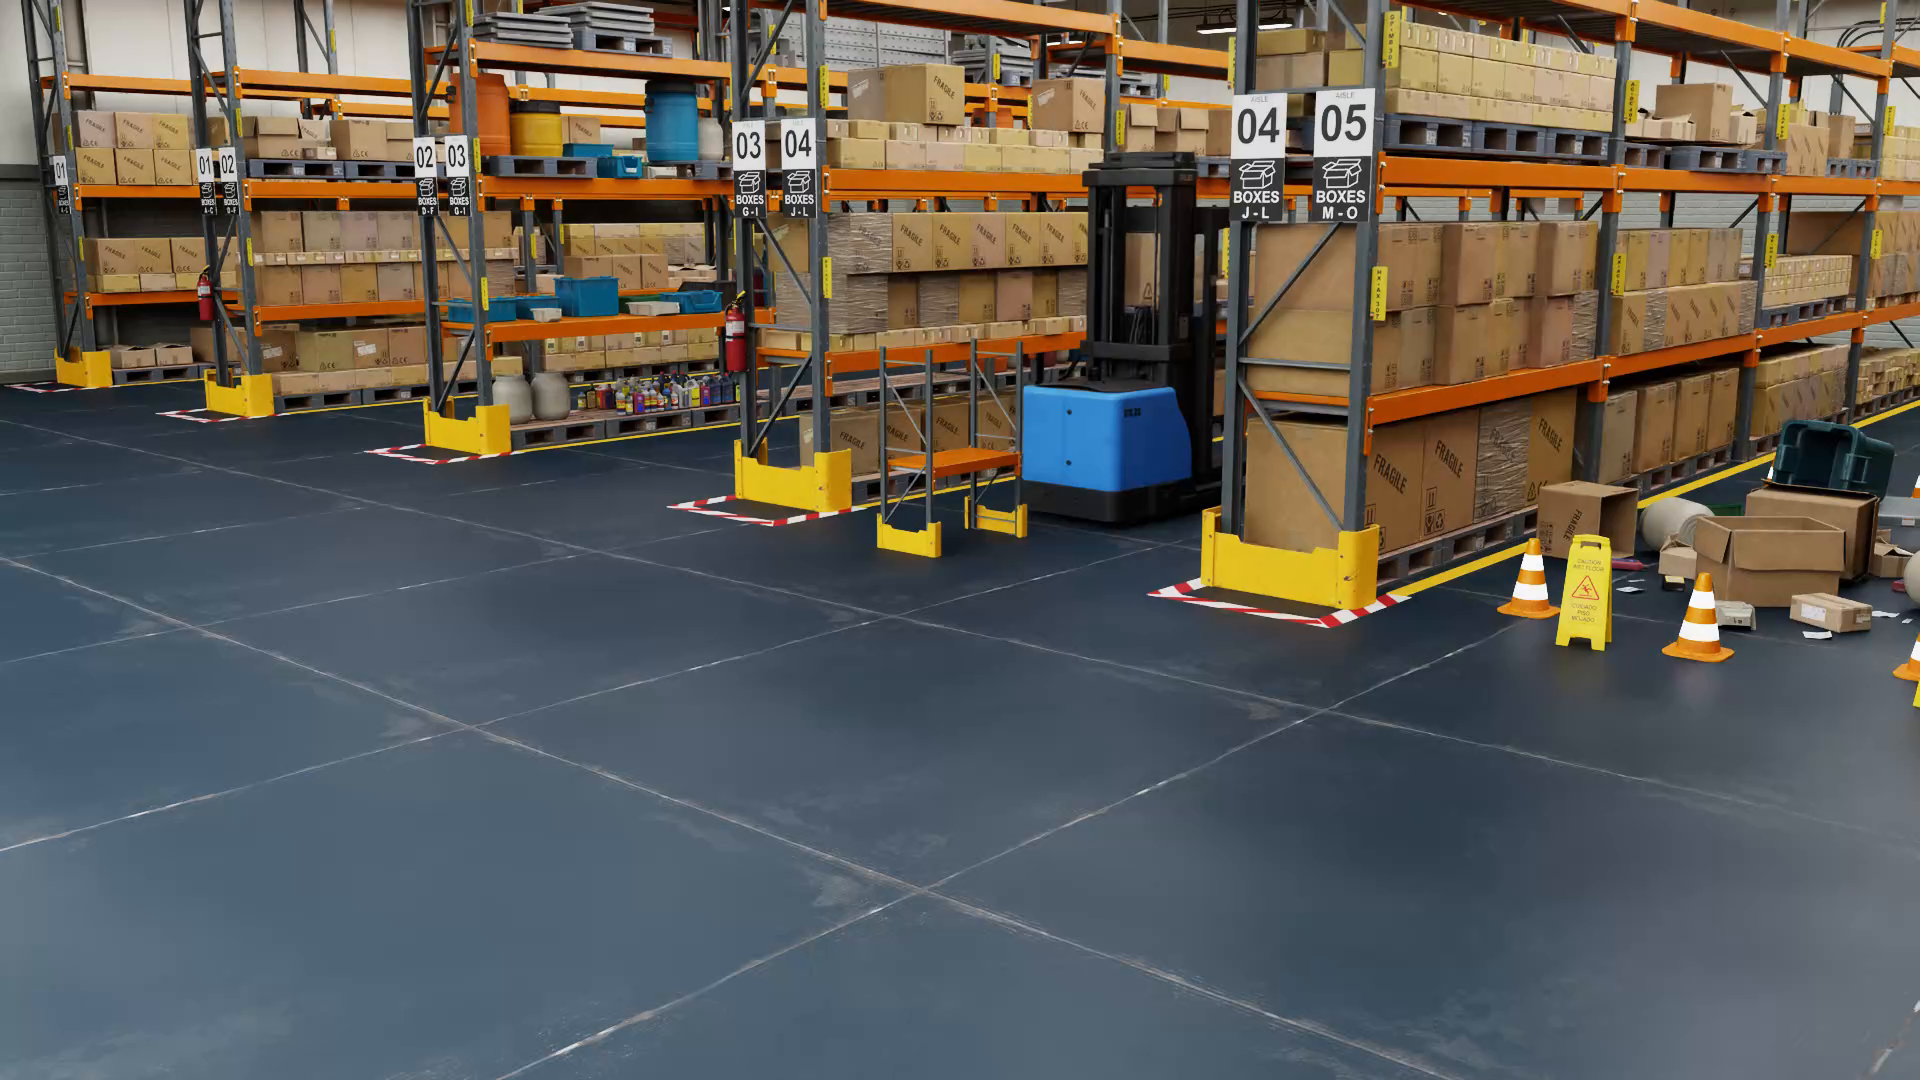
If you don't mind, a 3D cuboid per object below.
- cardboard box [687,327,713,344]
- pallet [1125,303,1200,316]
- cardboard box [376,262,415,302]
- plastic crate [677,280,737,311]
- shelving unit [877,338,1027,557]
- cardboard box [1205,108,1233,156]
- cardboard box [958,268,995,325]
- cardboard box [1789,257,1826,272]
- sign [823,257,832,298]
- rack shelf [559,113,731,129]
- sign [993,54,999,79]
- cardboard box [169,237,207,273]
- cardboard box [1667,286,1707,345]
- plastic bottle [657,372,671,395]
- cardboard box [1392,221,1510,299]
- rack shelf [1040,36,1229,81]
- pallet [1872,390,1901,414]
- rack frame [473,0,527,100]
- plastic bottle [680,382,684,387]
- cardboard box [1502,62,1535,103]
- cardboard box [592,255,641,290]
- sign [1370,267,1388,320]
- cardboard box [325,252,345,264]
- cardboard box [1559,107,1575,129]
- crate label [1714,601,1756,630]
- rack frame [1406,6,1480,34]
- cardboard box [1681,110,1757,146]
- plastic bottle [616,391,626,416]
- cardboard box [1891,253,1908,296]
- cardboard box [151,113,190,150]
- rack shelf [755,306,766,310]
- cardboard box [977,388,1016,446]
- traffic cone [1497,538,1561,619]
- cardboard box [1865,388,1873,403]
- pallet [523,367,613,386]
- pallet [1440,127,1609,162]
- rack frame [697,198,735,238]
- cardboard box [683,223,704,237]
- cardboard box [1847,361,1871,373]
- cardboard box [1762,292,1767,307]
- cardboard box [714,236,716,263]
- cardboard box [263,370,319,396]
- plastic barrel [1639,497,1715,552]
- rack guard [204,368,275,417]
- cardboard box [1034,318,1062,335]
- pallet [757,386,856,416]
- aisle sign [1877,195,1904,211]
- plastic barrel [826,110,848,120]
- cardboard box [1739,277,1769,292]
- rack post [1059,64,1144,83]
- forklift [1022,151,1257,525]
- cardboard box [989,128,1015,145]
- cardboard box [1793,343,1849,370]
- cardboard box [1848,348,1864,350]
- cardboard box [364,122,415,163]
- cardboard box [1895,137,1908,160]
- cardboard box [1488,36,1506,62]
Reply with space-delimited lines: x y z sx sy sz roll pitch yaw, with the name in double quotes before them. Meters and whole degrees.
"cardboard box" -4.149 -3.189 25.534 0.500 0.311 0.500 9 15 39
"pallet" 1.762 -2.372 17.419 1.003 0.211 1.213 10 15 40
"cardboard box" -7.593 -3.409 21.868 0.700 0.500 0.500 10 15 42
"plastic crate" -3.013 -2.922 19.840 0.767 0.338 0.504 10 15 40
"shelving unit" -0.050 -0.724 12.508 0.587 1.500 1.083 10 15 40
"cardboard box" 2.993 -4.476 18.272 0.500 0.500 0.500 10 15 41
"cardboard box" -0.167 -2.285 15.480 0.875 0.500 0.500 10 15 40
"cardboard box" 9.283 -3.032 18.282 0.380 0.149 0.250 9 14 39
"sign" -1.084 -2.138 13.549 0.100 0.325 0.005 10 15 40
"rack shelf" -6.053 -7.569 30.492 1.077 0.370 4.000 10 15 40
"sign" 0.486 -6.315 22.177 0.100 0.325 0.005 10 15 40
"cardboard box" -11.434 -4.187 24.434 0.500 0.500 0.500 9 14 39
"cardboard box" 6.357 -2.030 14.962 0.500 0.500 0.500 10 15 41
"plastic bottle" -3.541 -1.837 19.889 0.144 0.351 0.185 9 14 38
"cardboard box" 3.459 -2.033 12.091 0.875 0.550 0.500 10 15 40
"rack shelf" 2.469 -5.060 17.926 1.077 0.370 4.000 10 15 40
"pallet" 11.310 -1.810 21.232 1.003 0.211 1.213 10 15 40
"rack frame" -6.290 -6.596 22.759 1.000 3.000 0.127 10 15 40
"plastic bottle" -3.215 -1.698 19.367 0.061 0.283 0.133 10 15 40
"cardboard box" 3.677 -3.187 11.645 0.500 0.250 0.500 10 15 40
"cardboard box" -5.093 -3.965 24.649 0.500 0.500 0.500 10 15 40
"sign" 2.580 -1.519 10.243 0.100 0.325 0.005 10 15 40
"cardboard box" -8.004 -3.575 21.040 0.380 0.149 0.250 9 15 39
"cardboard box" 4.303 -3.111 12.285 0.380 0.149 0.250 10 15 41
"crate label" 4.681 0.454 10.089 0.250 0.136 0.298 2 12 11
"rack frame" 6.429 -6.491 22.236 1.000 3.000 0.127 10 15 40
"cardboard box" 6.983 -3.794 15.292 0.500 0.311 0.500 10 15 40
"plastic bottle" -3.782 -1.529 18.549 0.097 0.271 0.097 0 11 0
"cardboard box" 11.285 -3.272 20.418 0.500 0.500 0.500 9 15 39
"cardboard box" -11.519 -5.895 24.048 0.500 0.500 0.500 10 15 42
"rack shelf" -1.252 -2.954 21.681 1.077 0.370 4.000 10 15 40
"cardboard box" 0.482 -1.214 16.439 0.500 0.500 0.500 -7 13 -30
"traffic cone" 3.584 0.222 10.420 0.336 0.463 0.334 10 15 40
"cardboard box" 10.746 -1.752 20.033 0.380 0.149 0.250 10 15 42
"pallet" -5.833 -2.400 24.187 1.003 0.211 1.213 10 15 40
"pallet" 4.260 -3.025 12.765 1.003 0.211 1.213 10 15 40
"rack frame" -4.733 -5.471 32.443 1.000 3.000 0.127 10 15 40
"cardboard box" -5.194 -5.867 31.449 0.500 0.250 0.500 10 15 42
"cardboard box" 10.828 -2.093 20.221 0.380 0.149 0.250 9 15 40
"cardboard box" 7.895 -2.427 16.775 0.380 0.149 0.250 10 15 40
"cardboard box" -4.848 -5.575 31.899 0.500 0.500 0.500 9 15 39
"cardboard box" -8.410 -1.973 20.879 0.500 0.250 0.500 10 15 40
"plastic barrel" 5.211 -0.088 12.070 0.421 0.421 0.512 -2 11 -9
"rack guard" -8.947 -1.836 20.627 1.175 0.500 0.348 10 15 40
"cardboard box" 0.764 -2.064 16.027 0.380 0.149 0.250 10 15 40
"pallet" -2.083 -1.766 21.014 1.003 0.211 1.213 10 15 40
"aisle sign" 12.552 -4.806 22.479 0.394 0.787 0.004 10 15 40
"plastic barrel" -1.536 -5.025 21.273 0.600 0.901 0.708 10 15 40
"cardboard box" 7.918 -2.579 16.773 0.380 0.149 0.250 11 15 43
"rack post" 2.129 -6.975 24.850 0.937 0.300 0.954 9 15 39
"forklift" 1.837 -1.786 14.172 1.130 2.935 3.031 10 15 41
"cardboard box" 0.285 -3.686 15.212 0.380 0.149 0.250 11 16 43
"cardboard box" 9.787 -2.099 18.957 0.500 0.250 0.500 9 15 39
"cardboard box" 11.774 -2.472 22.116 0.380 0.149 0.250 10 15 40
"cardboard box" -7.472 -5.224 21.856 0.637 0.503 0.797 -10 15 -41
"cardboard box" 10.919 -4.648 19.774 0.500 0.250 0.500 10 15 40
"cardboard box" 3.466 -3.316 11.277 0.380 0.149 0.250 10 15 40
